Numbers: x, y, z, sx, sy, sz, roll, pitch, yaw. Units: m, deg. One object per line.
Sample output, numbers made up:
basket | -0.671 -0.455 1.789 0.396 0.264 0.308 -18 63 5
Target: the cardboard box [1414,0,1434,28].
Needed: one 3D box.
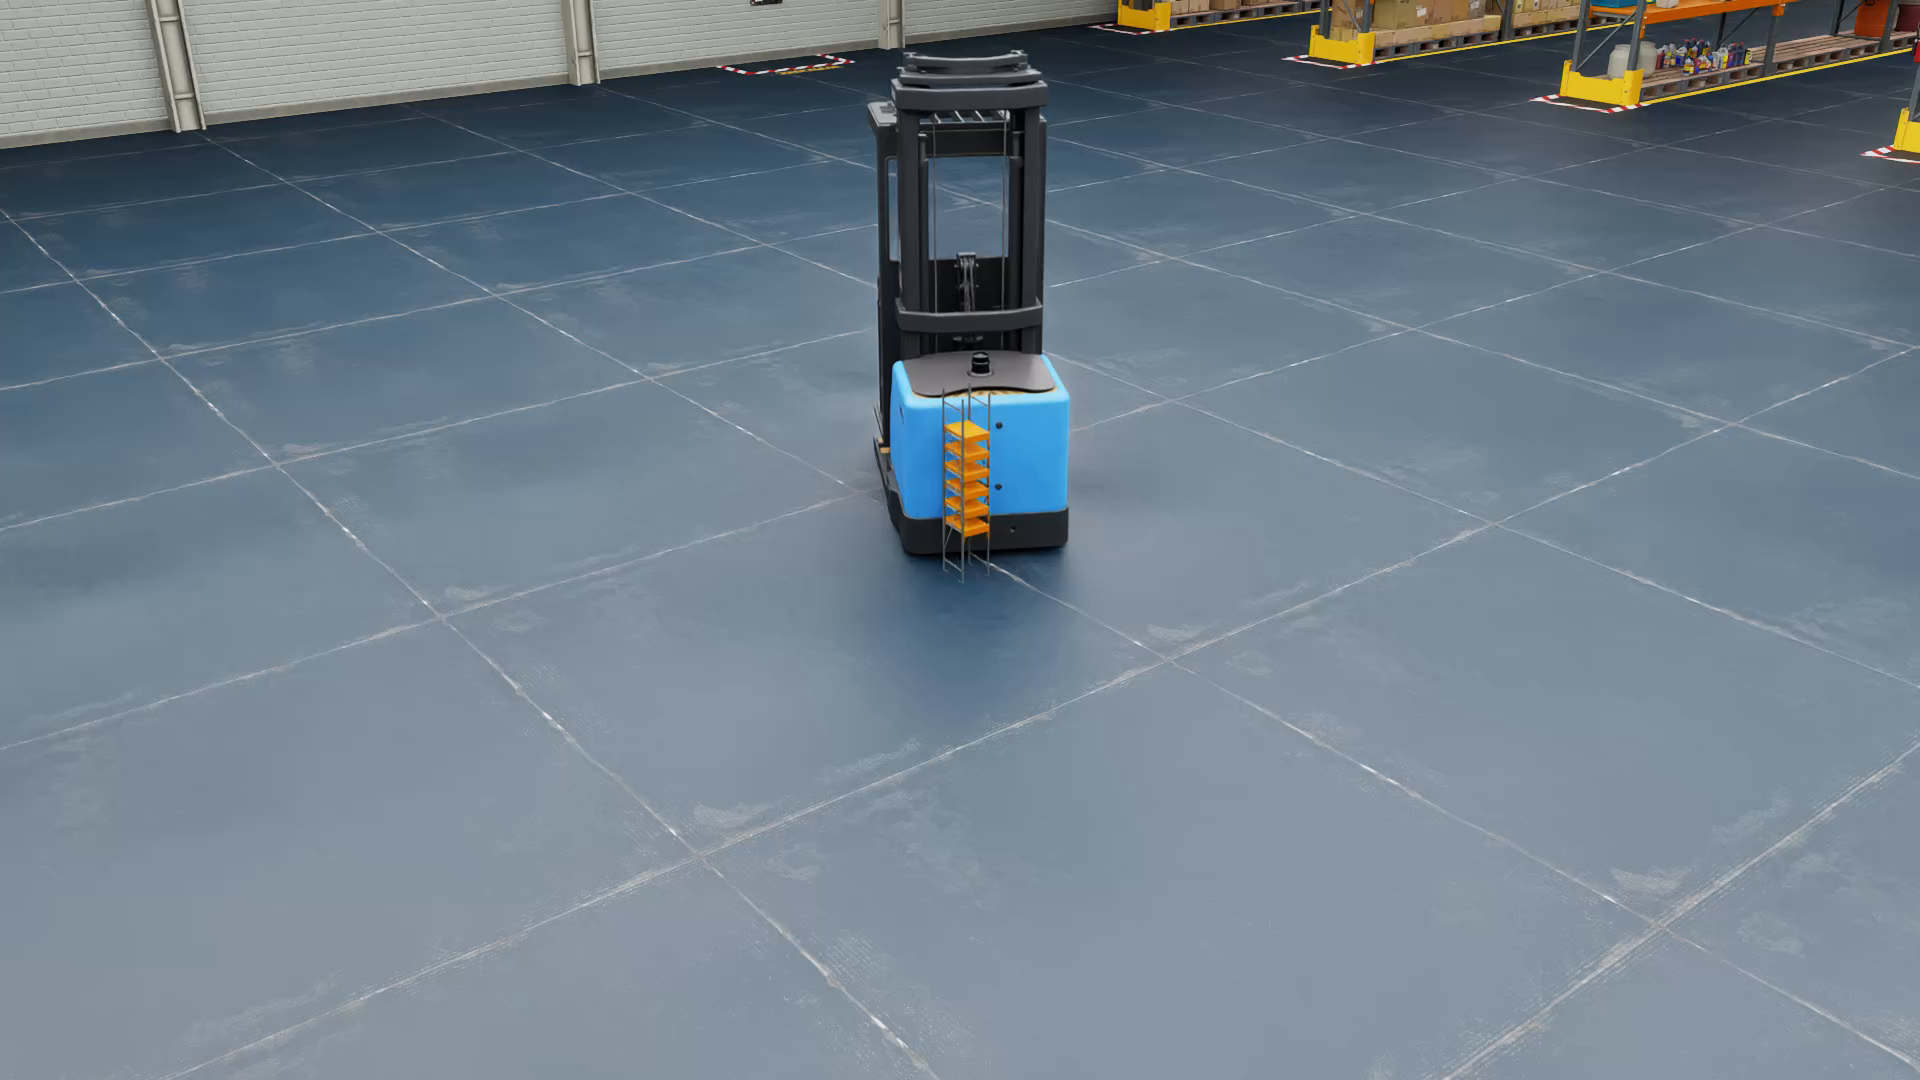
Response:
cardboard box | 7.876 -9.224 28.939 0.500 0.500 0.500 -18 31 -34

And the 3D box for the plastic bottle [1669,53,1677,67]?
plastic bottle | 11.328 -7.629 26.428 0.097 0.201 0.097 0 25 0

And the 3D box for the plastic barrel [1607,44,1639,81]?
plastic barrel | 10.063 -7.227 25.215 0.421 0.512 0.421 0 25 0

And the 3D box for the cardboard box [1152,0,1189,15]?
cardboard box | 4.079 -10.381 32.225 0.500 0.311 0.500 -23 33 -40

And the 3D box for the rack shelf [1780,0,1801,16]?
rack shelf | 14.314 -9.201 27.867 4.000 0.370 1.077 -18 31 -34

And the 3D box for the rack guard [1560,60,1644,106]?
rack guard | 9.623 -6.870 24.959 0.348 0.500 1.175 -18 31 -34

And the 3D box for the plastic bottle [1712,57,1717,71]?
plastic bottle | 11.799 -7.461 26.064 0.097 0.201 0.097 0 25 0

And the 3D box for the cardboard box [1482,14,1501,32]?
cardboard box | 9.456 -9.400 30.209 0.500 0.250 0.500 -18 31 -34

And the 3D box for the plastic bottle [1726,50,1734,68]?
plastic bottle | 12.157 -7.607 26.281 0.133 0.283 0.061 -16 29 -31

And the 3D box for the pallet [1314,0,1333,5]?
pallet | 8.199 -11.546 35.378 1.213 0.211 1.003 -18 31 -34

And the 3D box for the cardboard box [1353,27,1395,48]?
cardboard box | 7.098 -8.620 28.527 0.500 0.250 0.500 -18 31 -34

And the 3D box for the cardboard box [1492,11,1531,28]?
cardboard box | 10.156 -9.616 30.673 0.500 0.250 0.500 -19 31 -35

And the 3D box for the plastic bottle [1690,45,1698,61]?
plastic bottle | 11.809 -7.820 26.755 0.097 0.271 0.097 0 25 0

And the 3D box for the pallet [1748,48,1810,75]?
pallet | 13.334 -7.960 27.650 1.213 0.211 1.003 -18 31 -34

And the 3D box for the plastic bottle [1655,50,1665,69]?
plastic bottle | 11.048 -7.580 26.223 0.133 0.283 0.061 -18 31 -34

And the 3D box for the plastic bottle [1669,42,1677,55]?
plastic bottle | 11.365 -7.774 26.562 0.185 0.351 0.144 -19 31 -34

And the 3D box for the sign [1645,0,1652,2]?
sign | 9.928 -7.911 23.904 0.005 0.325 0.100 -18 31 -34

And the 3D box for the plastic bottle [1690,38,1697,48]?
plastic bottle | 11.848 -7.934 26.905 0.185 0.351 0.144 -17 30 -33

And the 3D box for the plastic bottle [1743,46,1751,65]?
plastic bottle | 12.565 -7.741 26.571 0.133 0.283 0.061 -17 30 -32

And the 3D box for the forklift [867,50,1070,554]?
forklift | -0.024 -1.832 11.216 1.130 2.935 3.031 -3 25 -7

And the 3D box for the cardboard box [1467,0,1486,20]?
cardboard box | 9.055 -9.614 29.779 0.500 0.500 0.500 -18 31 -34

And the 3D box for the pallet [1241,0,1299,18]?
pallet | 6.120 -10.839 33.853 1.213 0.211 1.003 -18 31 -34

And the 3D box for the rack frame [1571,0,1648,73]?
rack frame | 9.592 -7.969 24.357 0.127 3.000 1.000 -18 31 -34

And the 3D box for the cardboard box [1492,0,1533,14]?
cardboard box | 10.165 -9.872 30.560 0.500 0.311 0.500 -18 30 -34

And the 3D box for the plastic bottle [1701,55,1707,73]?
plastic bottle | 11.560 -7.414 25.879 0.097 0.271 0.097 0 25 0

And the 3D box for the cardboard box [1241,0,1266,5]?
cardboard box | 5.834 -11.073 33.492 0.500 0.500 0.500 -21 32 -38

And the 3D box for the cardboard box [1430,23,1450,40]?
cardboard box | 8.279 -9.009 29.365 0.500 0.250 0.500 -18 31 -34

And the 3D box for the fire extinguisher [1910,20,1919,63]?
fire extinguisher | 12.274 -6.416 21.103 0.183 0.674 0.296 -18 31 -34

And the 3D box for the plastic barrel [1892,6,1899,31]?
plastic barrel | 16.651 -9.418 29.936 0.421 0.512 0.421 0 25 0

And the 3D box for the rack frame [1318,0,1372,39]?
rack frame | 6.538 -9.611 27.895 0.127 3.000 1.000 -18 31 -34

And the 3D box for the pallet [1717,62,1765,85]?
pallet | 12.185 -7.582 26.837 1.213 0.211 1.003 -18 31 -34

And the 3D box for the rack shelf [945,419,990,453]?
rack shelf | 0.037 -0.621 9.913 0.180 0.103 0.258 -15 29 -28

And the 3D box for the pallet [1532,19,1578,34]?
pallet | 11.203 -9.908 31.848 1.213 0.211 1.003 -18 31 -34

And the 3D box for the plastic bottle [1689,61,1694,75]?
plastic bottle | 11.293 -7.294 25.704 0.097 0.201 0.097 0 25 0

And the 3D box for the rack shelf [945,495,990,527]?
rack shelf | 0.037 -0.185 10.115 0.180 0.103 0.258 -15 29 -28

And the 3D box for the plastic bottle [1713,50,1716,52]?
plastic bottle | 11.922 -7.606 26.280 0.133 0.283 0.061 -18 31 -34

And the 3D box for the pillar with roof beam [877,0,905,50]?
pillar with roof beam | 1.431 -11.456 24.744 0.400 9.000 9.100 -18 31 -34

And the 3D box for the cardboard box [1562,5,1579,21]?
cardboard box | 11.366 -10.015 31.534 0.500 0.250 0.500 -18 30 -33

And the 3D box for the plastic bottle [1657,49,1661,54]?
plastic bottle | 10.982 -7.612 26.300 0.135 0.276 0.152 -18 30 -34

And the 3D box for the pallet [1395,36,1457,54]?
pallet | 8.074 -8.874 29.619 1.213 0.211 1.003 -18 31 -34

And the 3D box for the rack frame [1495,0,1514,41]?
rack frame | 9.686 -10.650 30.134 0.127 3.000 1.000 -18 31 -34

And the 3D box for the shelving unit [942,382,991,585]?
shelving unit | 0.037 -0.335 10.046 0.189 1.200 0.258 -15 29 -28

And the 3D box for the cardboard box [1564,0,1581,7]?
cardboard box | 11.374 -10.272 31.421 0.500 0.311 0.500 -17 30 -33
